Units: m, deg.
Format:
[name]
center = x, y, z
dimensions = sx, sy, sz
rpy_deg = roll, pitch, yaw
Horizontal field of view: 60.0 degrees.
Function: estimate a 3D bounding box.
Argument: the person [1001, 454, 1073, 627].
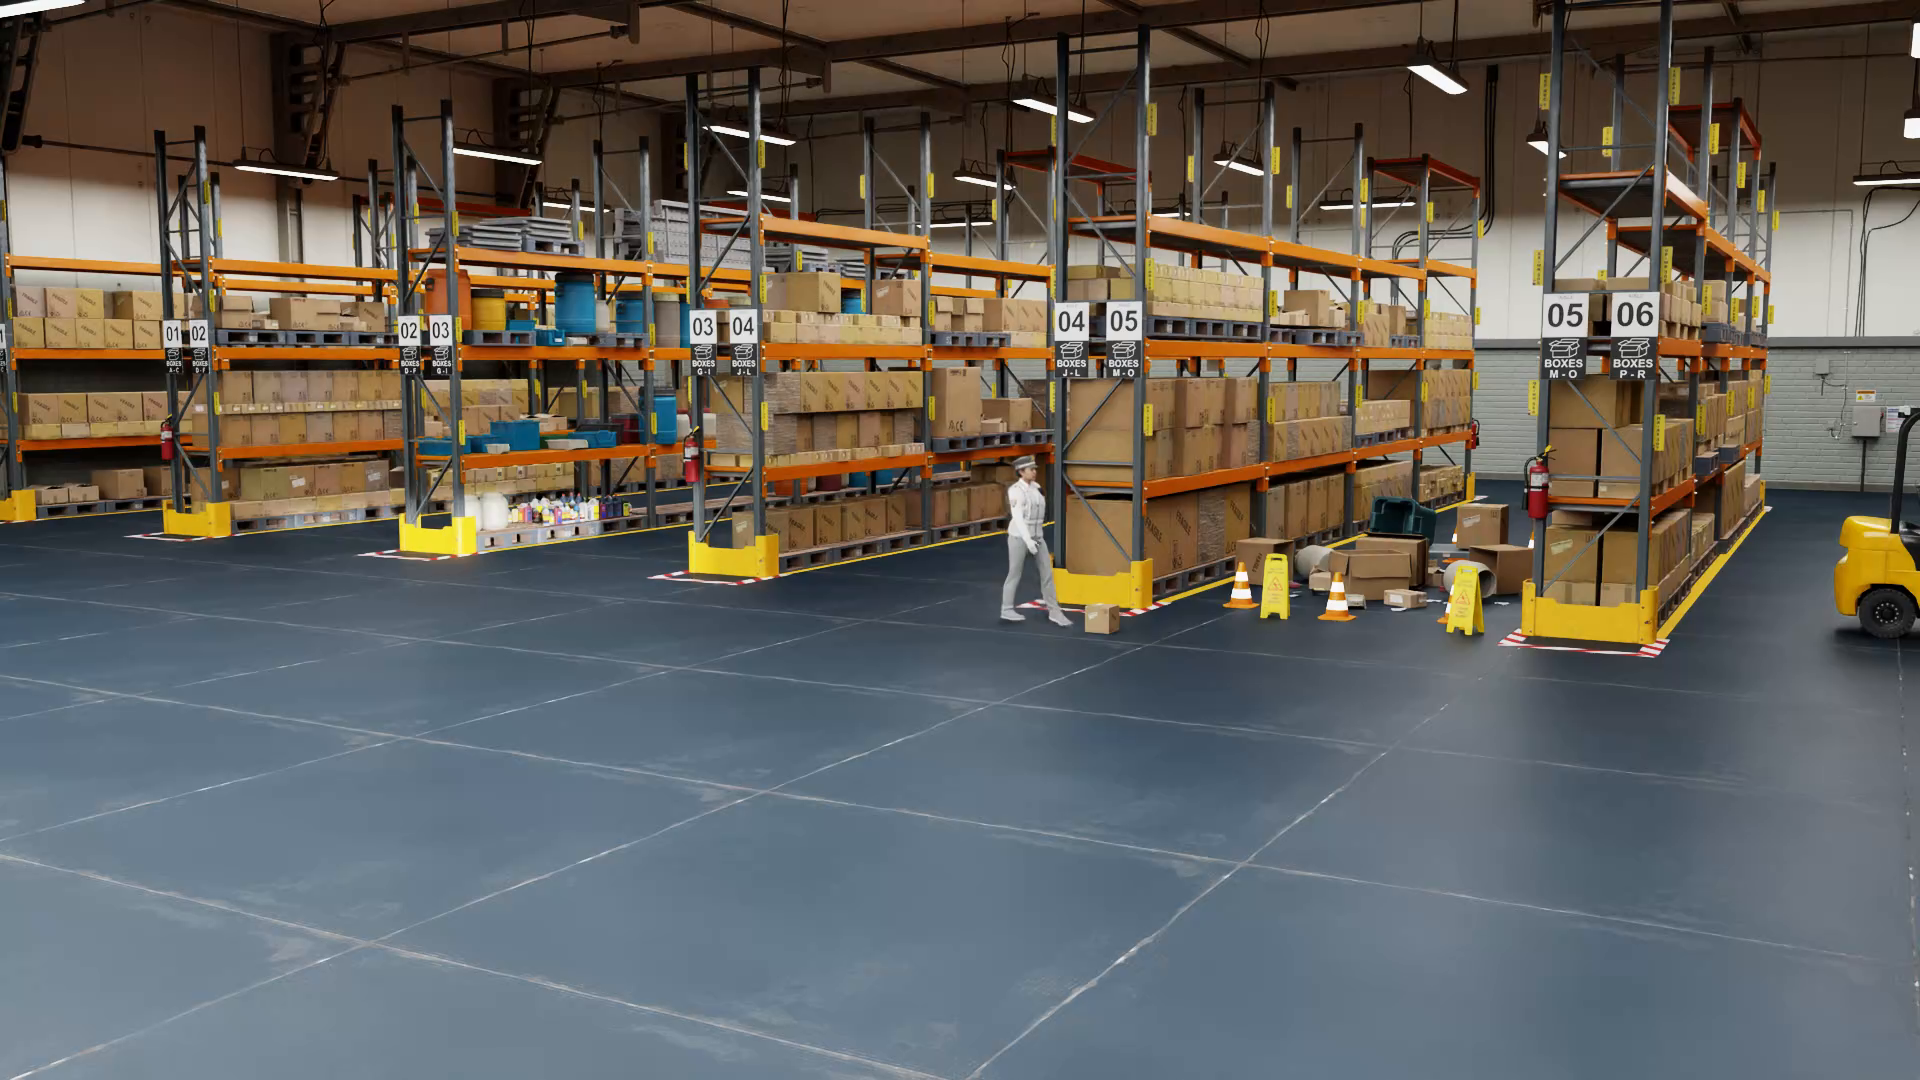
[person]
center = 0.719, 0.000, 16.304
dimensions = 0.744, 1.685, 0.525
rpy_deg = 6, 9, 45
